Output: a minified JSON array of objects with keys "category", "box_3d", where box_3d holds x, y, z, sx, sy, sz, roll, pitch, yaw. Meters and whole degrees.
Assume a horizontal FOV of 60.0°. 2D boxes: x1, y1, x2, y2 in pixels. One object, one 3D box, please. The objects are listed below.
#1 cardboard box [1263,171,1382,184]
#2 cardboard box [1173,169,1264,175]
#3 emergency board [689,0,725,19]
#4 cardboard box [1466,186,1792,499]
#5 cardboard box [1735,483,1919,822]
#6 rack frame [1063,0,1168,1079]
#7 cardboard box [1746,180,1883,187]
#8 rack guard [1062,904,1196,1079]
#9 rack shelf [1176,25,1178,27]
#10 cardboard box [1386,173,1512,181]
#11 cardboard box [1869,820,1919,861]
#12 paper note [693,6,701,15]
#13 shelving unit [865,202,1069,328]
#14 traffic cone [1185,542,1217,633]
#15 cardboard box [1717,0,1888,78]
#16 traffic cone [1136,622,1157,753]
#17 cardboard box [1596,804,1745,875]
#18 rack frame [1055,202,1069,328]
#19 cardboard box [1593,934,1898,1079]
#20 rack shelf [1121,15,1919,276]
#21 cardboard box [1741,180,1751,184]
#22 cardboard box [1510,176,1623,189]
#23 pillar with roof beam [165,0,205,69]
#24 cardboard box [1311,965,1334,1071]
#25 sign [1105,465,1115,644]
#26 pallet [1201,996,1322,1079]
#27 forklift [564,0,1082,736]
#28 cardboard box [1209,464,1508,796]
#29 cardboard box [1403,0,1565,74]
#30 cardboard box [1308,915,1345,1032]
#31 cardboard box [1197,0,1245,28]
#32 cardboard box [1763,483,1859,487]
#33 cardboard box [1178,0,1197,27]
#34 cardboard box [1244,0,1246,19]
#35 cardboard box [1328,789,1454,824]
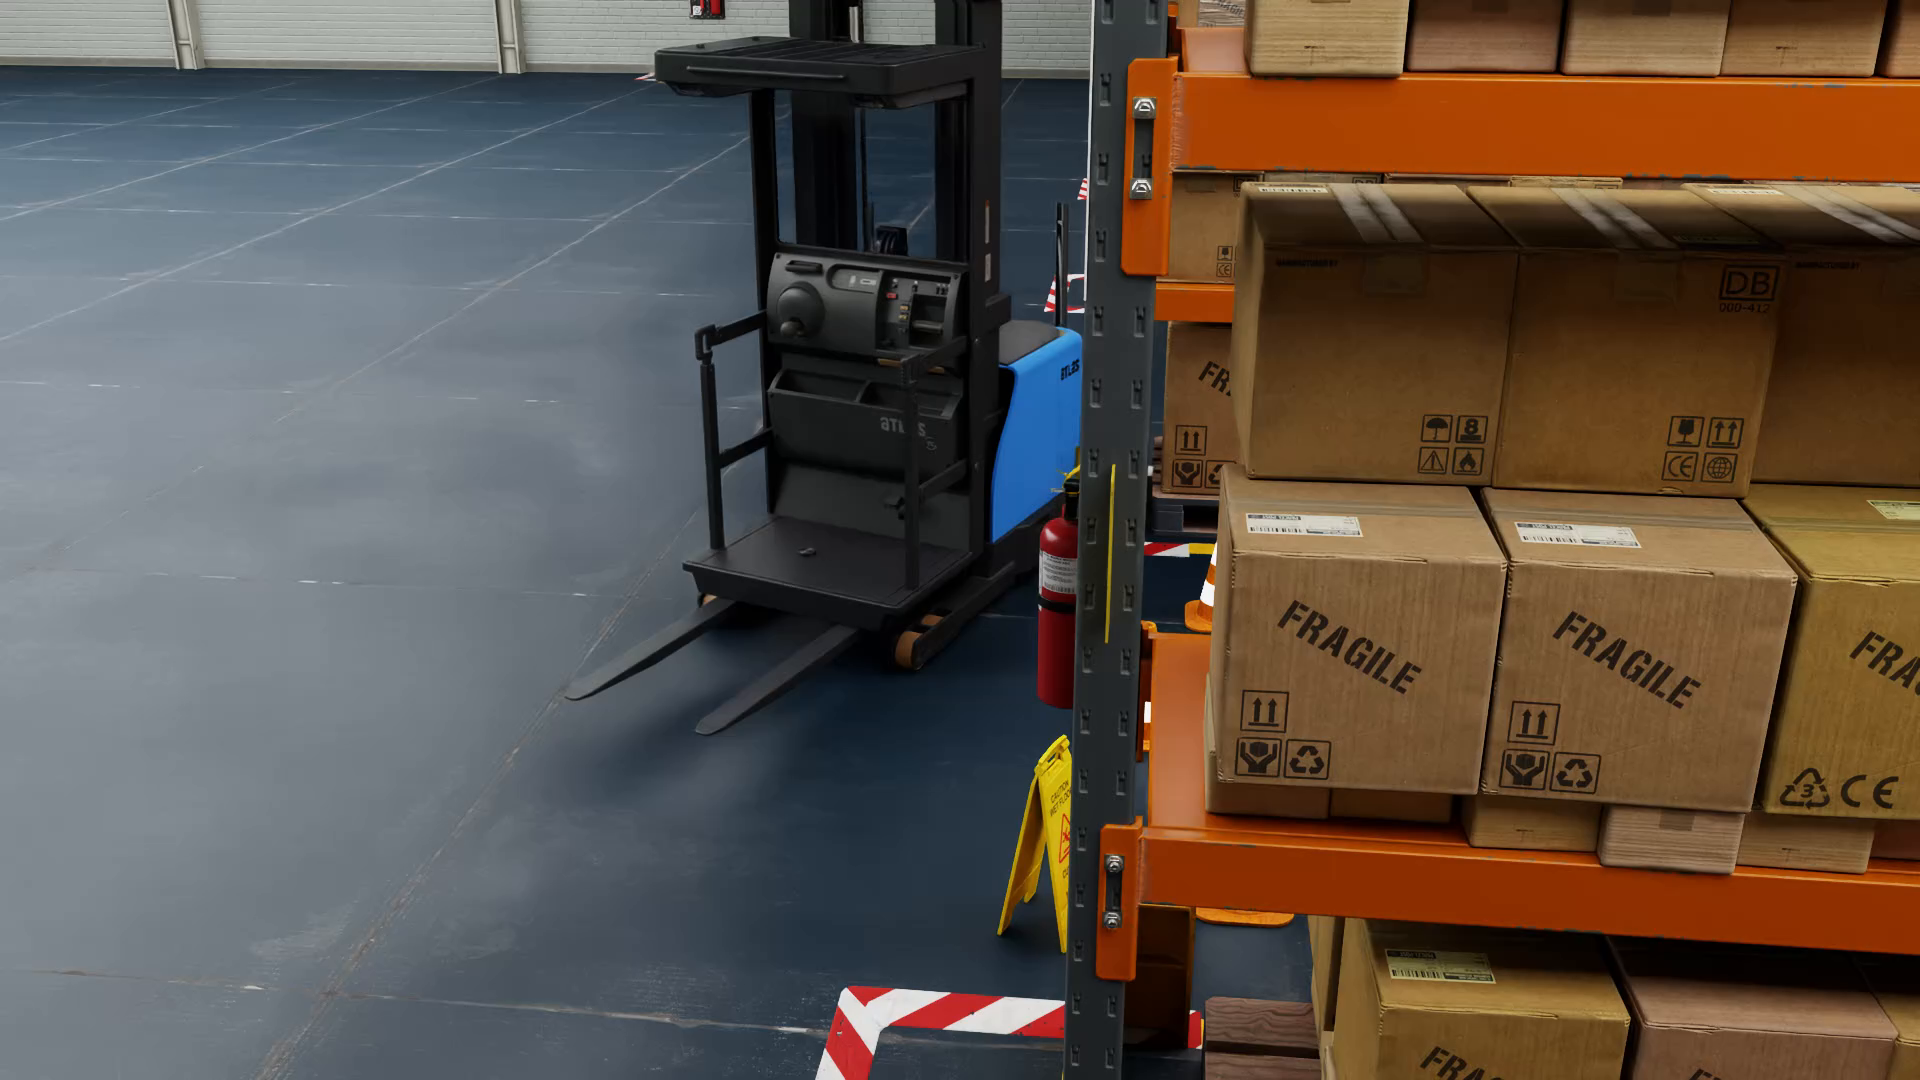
[{"category":"cardboard box","box_3d":[1.750,-1.635,8.292,0.550,0.550,0.875,2,22,6]},{"category":"cardboard box","box_3d":[1.191,-2.122,8.055,0.550,0.550,0.875,2,22,6]},{"category":"emergency board","box_3d":[-4.351,-9.479,28.335,0.643,1.169,0.194,2,22,6]},{"category":"cardboard box","box_3d":[1.380,-0.452,3.602,0.500,0.500,0.700,3,22,7]},{"category":"cardboard box","box_3d":[1.804,0.211,3.286,0.500,0.500,0.500,2,22,5]},{"category":"rack frame","box_3d":[0.345,0.231,3.776,0.127,3.000,1.000,2,22,6]},{"category":"cardboard box","box_3d":[3.877,-1.989,7.719,0.550,0.550,0.875,2,22,6]},{"category":"rack guard","box_3d":[0.421,1.397,4.227,0.348,0.500,1.175,2,22,6]},{"category":"rack shelf","box_3d":[4.667,-6.583,21.989,4.000,0.370,1.077,2,22,6]},{"category":"cardboard box","box_3d":[2.288,-2.058,7.894,0.550,0.550,0.875,2,22,6]},{"category":"cardboard box","box_3d":[1.941,0.501,3.434,0.250,0.149,0.380,3,22,8]},{"category":"paper note","box_3d":[-4.518,-9.102,28.580,0.142,0.148,0.016,2,22,6]},{"category":"shelving unit","box_3d":[0.042,-1.047,8.944,1.083,1.500,0.587,0,12,-1]},{"category":"traffic cone","box_3d":[1.188,0.141,7.455,0.334,0.463,0.336,2,22,6]},{"category":"cardboard box","box_3d":[1.415,-0.910,2.923,0.250,0.149,0.380,2,22,6]},{"category":"traffic cone","box_3d":[0.717,0.538,6.449,0.334,0.463,0.336,2,22,6]},{"category":"cardboard box","box_3d":[1.411,0.513,3.405,0.250,0.149,0.380,3,22,7]},{"category":"rack frame","box_3d":[0.541,-1.049,8.950,0.032,1.500,0.500,0,12,-1]},{"category":"cardboard box","box_3d":[1.657,1.123,3.667,0.500,0.500,0.500,2,22,4]},{"category":"rack shelf","box_3d":[2.331,-0.743,3.137,4.000,0.370,1.077,2,22,6]},{"category":"cardboard box","box_3d":[3.883,-1.504,7.961,0.550,0.550,0.875,2,22,6]},{"category":"cardboard box","box_3d":[2.822,-1.557,8.095,0.500,0.550,0.875,2,22,6]},{"category":"pillar with roof beam","box_3d":[-14.324,-11.095,24.264,0.400,9.000,9.100,2,22,6]},{"category":"cardboard box","box_3d":[1.203,1.252,4.361,0.500,0.250,0.500,2,22,6]},{"category":"sign","box_3d":[0.281,0.027,3.115,0.005,0.325,0.100,2,22,6]},{"category":"pallet","box_3d":[1.223,1.579,4.158,1.213,0.211,1.003,2,22,6]},{"category":"forklift","box_3d":[-0.515,-0.998,6.976,1.130,2.935,3.031,11,24,25]},{"category":"cardboard box","box_3d":[0.783,0.168,3.395,0.500,0.500,0.500,2,22,5]},{"category":"cardboard box","box_3d":[0.908,-0.935,2.988,0.250,0.149,0.380,2,22,5]},{"category":"cardboard box","box_3d":[1.171,0.905,4.219,0.500,0.500,0.500,3,22,7]},{"category":"cardboard box","box_3d":[2.025,-3.914,12.359,0.500,0.500,0.500,2,22,6]},{"category":"cardboard box","box_3d":[1.910,0.015,3.781,0.500,0.500,0.500,2,22,6]},{"category":"cardboard box","box_3d":[3.143,-7.025,21.994,0.500,0.500,0.700,3,22,6]},{"category":"cardboard box","box_3d":[0.732,-1.134,3.490,0.250,0.149,0.380,3,22,7]},{"category":"cardboard box","box_3d":[0.911,0.444,3.579,0.250,0.149,0.380,3,22,7]}]
